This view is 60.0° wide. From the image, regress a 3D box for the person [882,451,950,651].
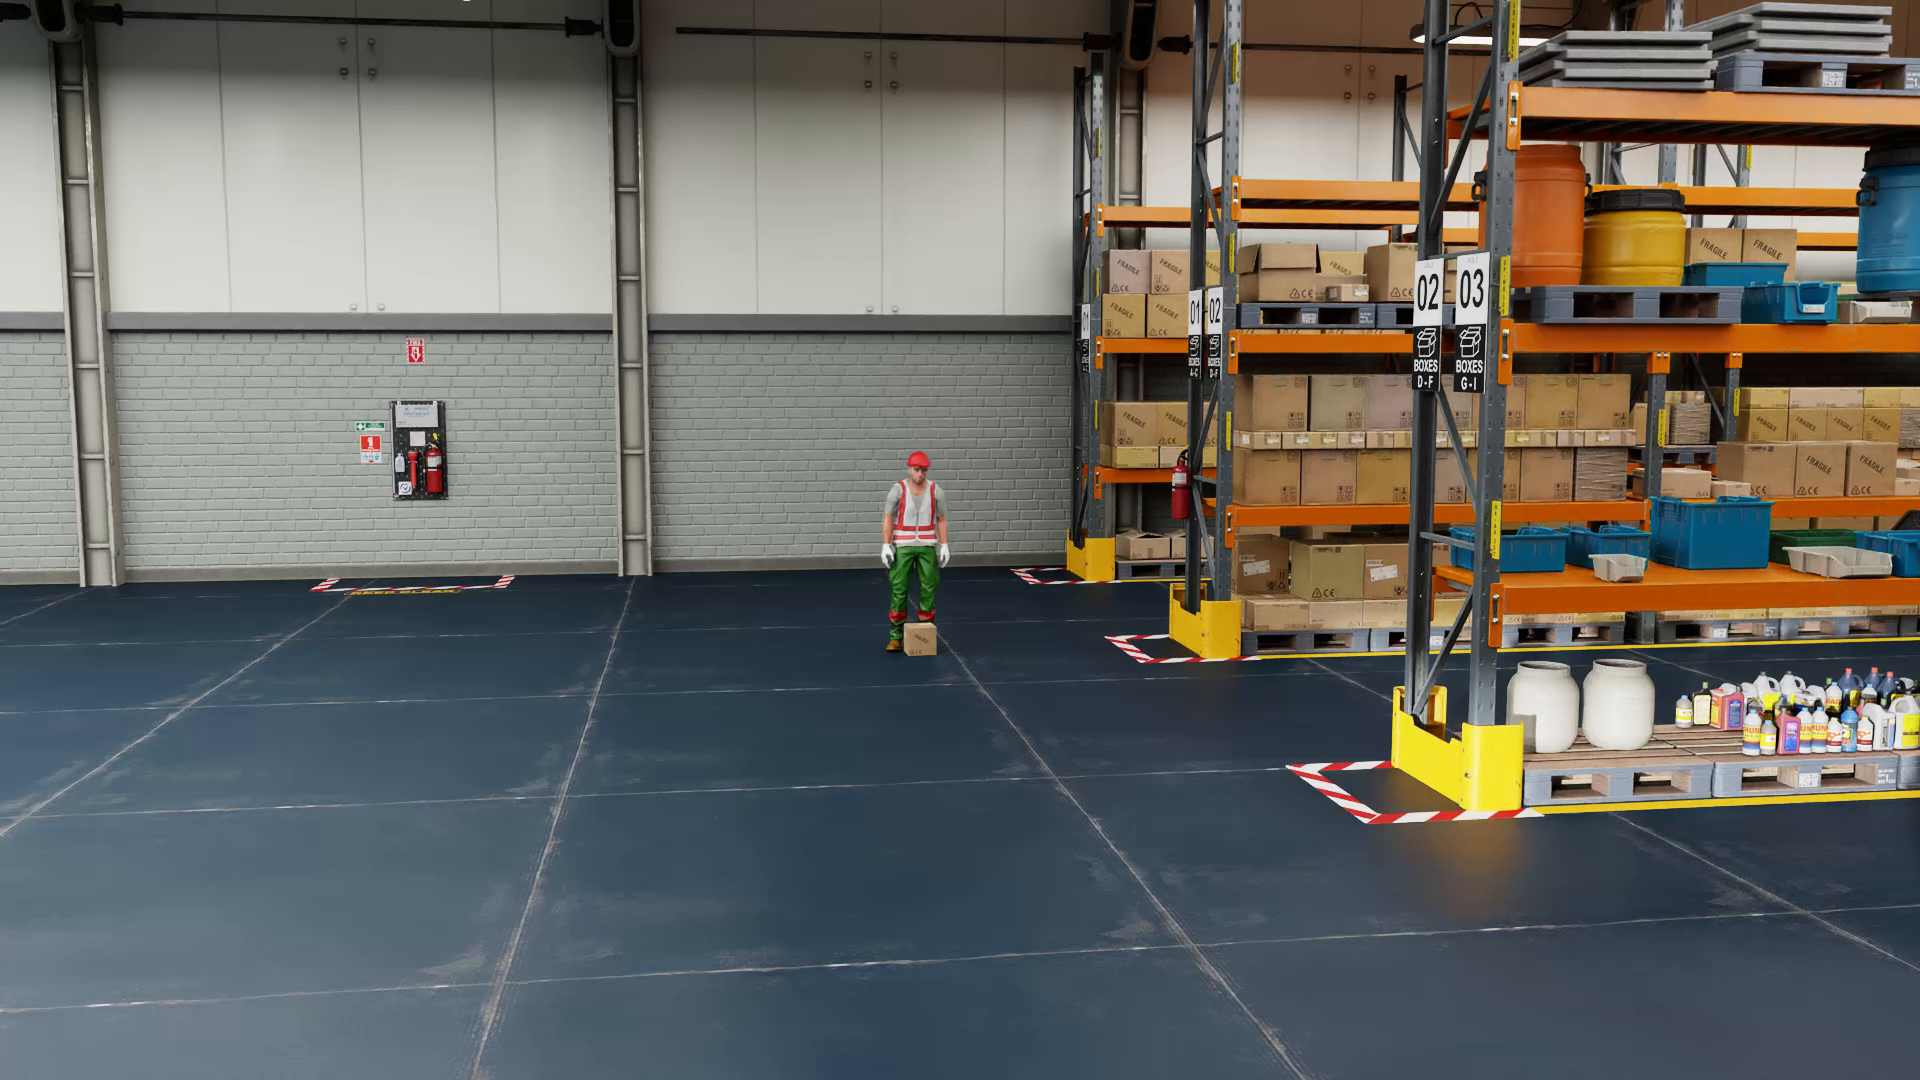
[{"bbox_3d":[-0.394,0.094,14.811,0.617,1.778,0.456,-1,6,-10],"label":"person"}]
